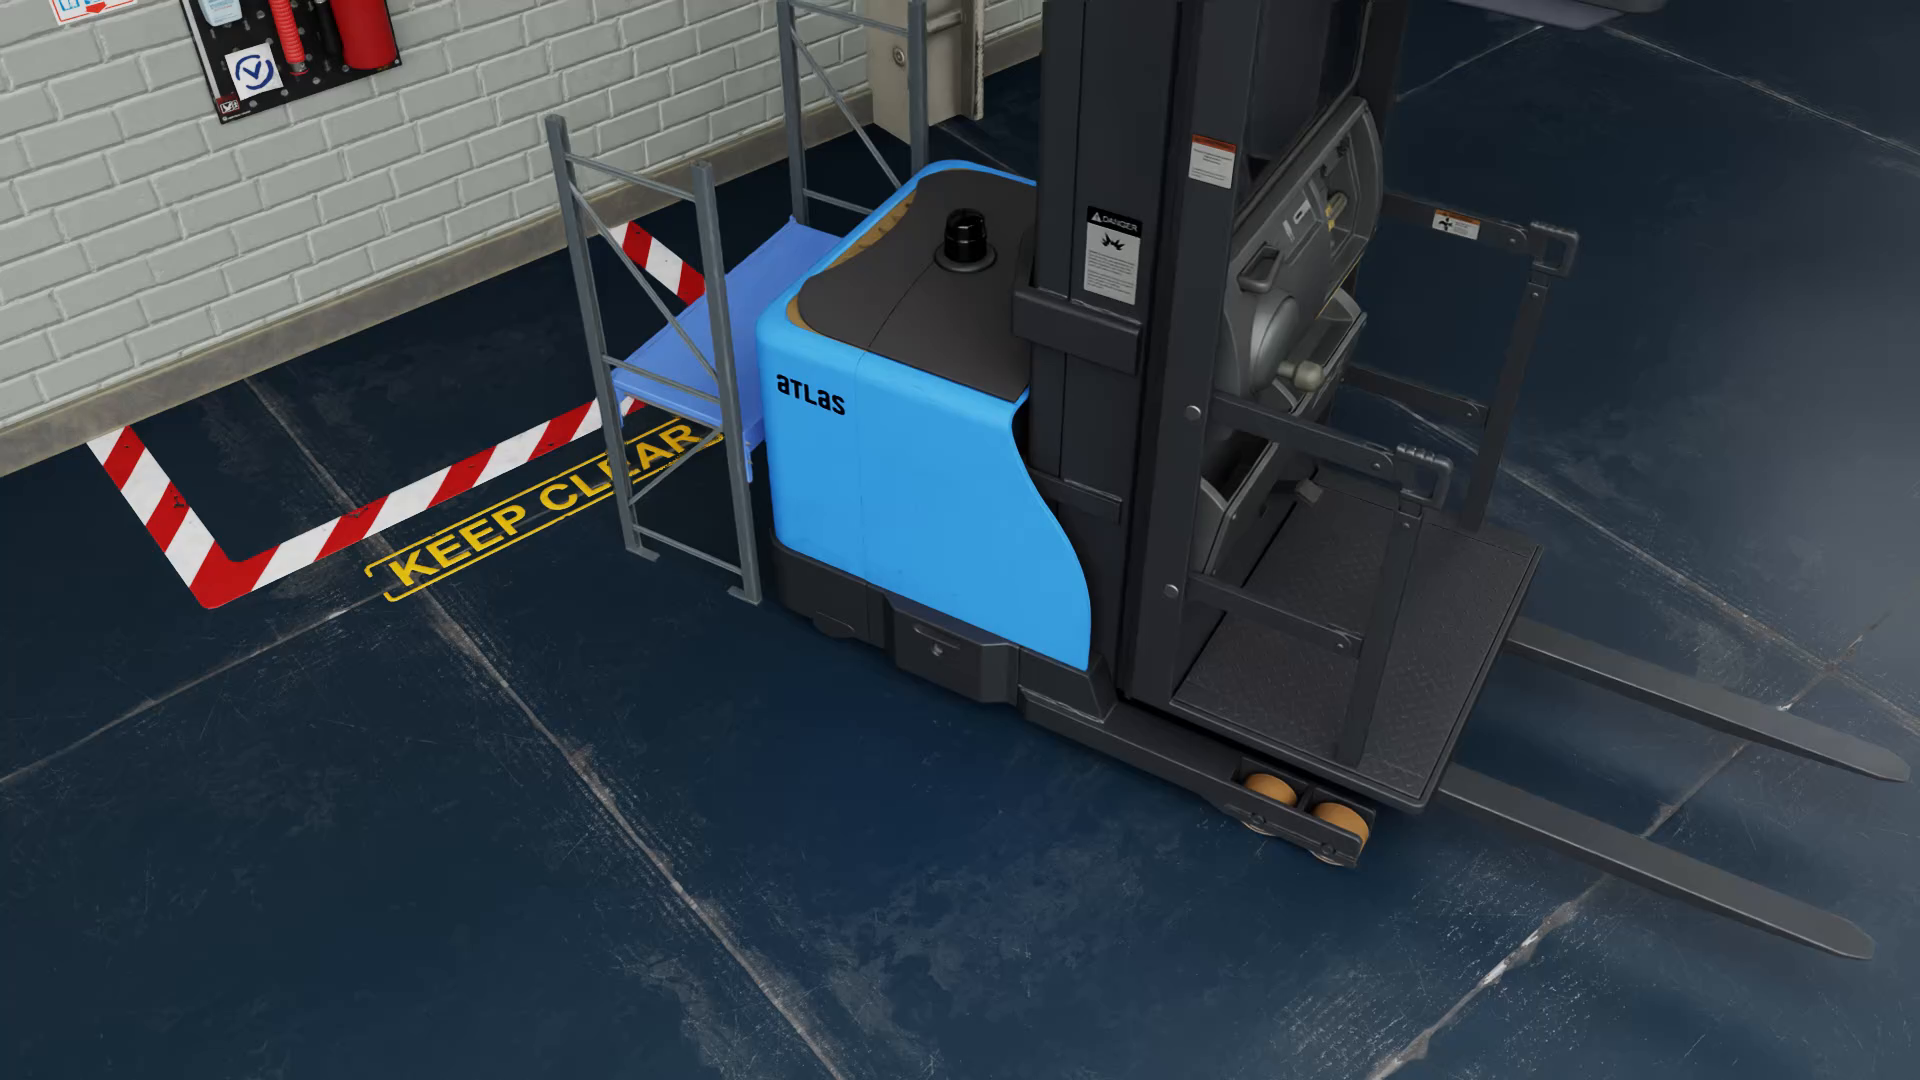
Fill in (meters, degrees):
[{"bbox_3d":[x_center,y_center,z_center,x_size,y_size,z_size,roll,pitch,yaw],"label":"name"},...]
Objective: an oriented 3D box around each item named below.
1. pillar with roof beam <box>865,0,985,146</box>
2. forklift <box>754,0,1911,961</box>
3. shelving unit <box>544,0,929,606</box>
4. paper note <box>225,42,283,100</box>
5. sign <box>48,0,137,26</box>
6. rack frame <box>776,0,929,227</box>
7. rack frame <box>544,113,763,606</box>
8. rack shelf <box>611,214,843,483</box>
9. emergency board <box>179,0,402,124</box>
[{"bbox_3d":[2.618,-2.846,1.707,0.400,9.000,9.100,-30,51,-28],"label":"pillar with roof beam"},{"bbox_3d":[0.982,-0.640,3.790,3.031,2.935,1.130,22,47,21],"label":"forklift"},{"bbox_3d":[-0.572,-0.742,4.945,0.538,1.500,1.048,21,47,21],"label":"shelving unit"},{"bbox_3d":[-2.245,-1.491,5.290,0.142,0.148,0.016,-30,51,-28],"label":"paper note"},{"bbox_3d":[-2.555,-1.678,4.820,0.234,0.329,0.001,-30,51,-28],"label":"sign"},{"bbox_3d":[-0.319,-1.044,5.266,0.500,1.500,0.032,21,47,21],"label":"rack frame"},{"bbox_3d":[-0.825,-0.440,4.623,0.500,1.500,0.032,21,47,21],"label":"rack frame"},{"bbox_3d":[-0.572,-0.611,5.068,0.538,0.185,1.000,21,47,21],"label":"rack shelf"},{"bbox_3d":[-2.065,-1.854,5.033,0.643,1.169,0.194,-30,51,-28],"label":"emergency board"}]
